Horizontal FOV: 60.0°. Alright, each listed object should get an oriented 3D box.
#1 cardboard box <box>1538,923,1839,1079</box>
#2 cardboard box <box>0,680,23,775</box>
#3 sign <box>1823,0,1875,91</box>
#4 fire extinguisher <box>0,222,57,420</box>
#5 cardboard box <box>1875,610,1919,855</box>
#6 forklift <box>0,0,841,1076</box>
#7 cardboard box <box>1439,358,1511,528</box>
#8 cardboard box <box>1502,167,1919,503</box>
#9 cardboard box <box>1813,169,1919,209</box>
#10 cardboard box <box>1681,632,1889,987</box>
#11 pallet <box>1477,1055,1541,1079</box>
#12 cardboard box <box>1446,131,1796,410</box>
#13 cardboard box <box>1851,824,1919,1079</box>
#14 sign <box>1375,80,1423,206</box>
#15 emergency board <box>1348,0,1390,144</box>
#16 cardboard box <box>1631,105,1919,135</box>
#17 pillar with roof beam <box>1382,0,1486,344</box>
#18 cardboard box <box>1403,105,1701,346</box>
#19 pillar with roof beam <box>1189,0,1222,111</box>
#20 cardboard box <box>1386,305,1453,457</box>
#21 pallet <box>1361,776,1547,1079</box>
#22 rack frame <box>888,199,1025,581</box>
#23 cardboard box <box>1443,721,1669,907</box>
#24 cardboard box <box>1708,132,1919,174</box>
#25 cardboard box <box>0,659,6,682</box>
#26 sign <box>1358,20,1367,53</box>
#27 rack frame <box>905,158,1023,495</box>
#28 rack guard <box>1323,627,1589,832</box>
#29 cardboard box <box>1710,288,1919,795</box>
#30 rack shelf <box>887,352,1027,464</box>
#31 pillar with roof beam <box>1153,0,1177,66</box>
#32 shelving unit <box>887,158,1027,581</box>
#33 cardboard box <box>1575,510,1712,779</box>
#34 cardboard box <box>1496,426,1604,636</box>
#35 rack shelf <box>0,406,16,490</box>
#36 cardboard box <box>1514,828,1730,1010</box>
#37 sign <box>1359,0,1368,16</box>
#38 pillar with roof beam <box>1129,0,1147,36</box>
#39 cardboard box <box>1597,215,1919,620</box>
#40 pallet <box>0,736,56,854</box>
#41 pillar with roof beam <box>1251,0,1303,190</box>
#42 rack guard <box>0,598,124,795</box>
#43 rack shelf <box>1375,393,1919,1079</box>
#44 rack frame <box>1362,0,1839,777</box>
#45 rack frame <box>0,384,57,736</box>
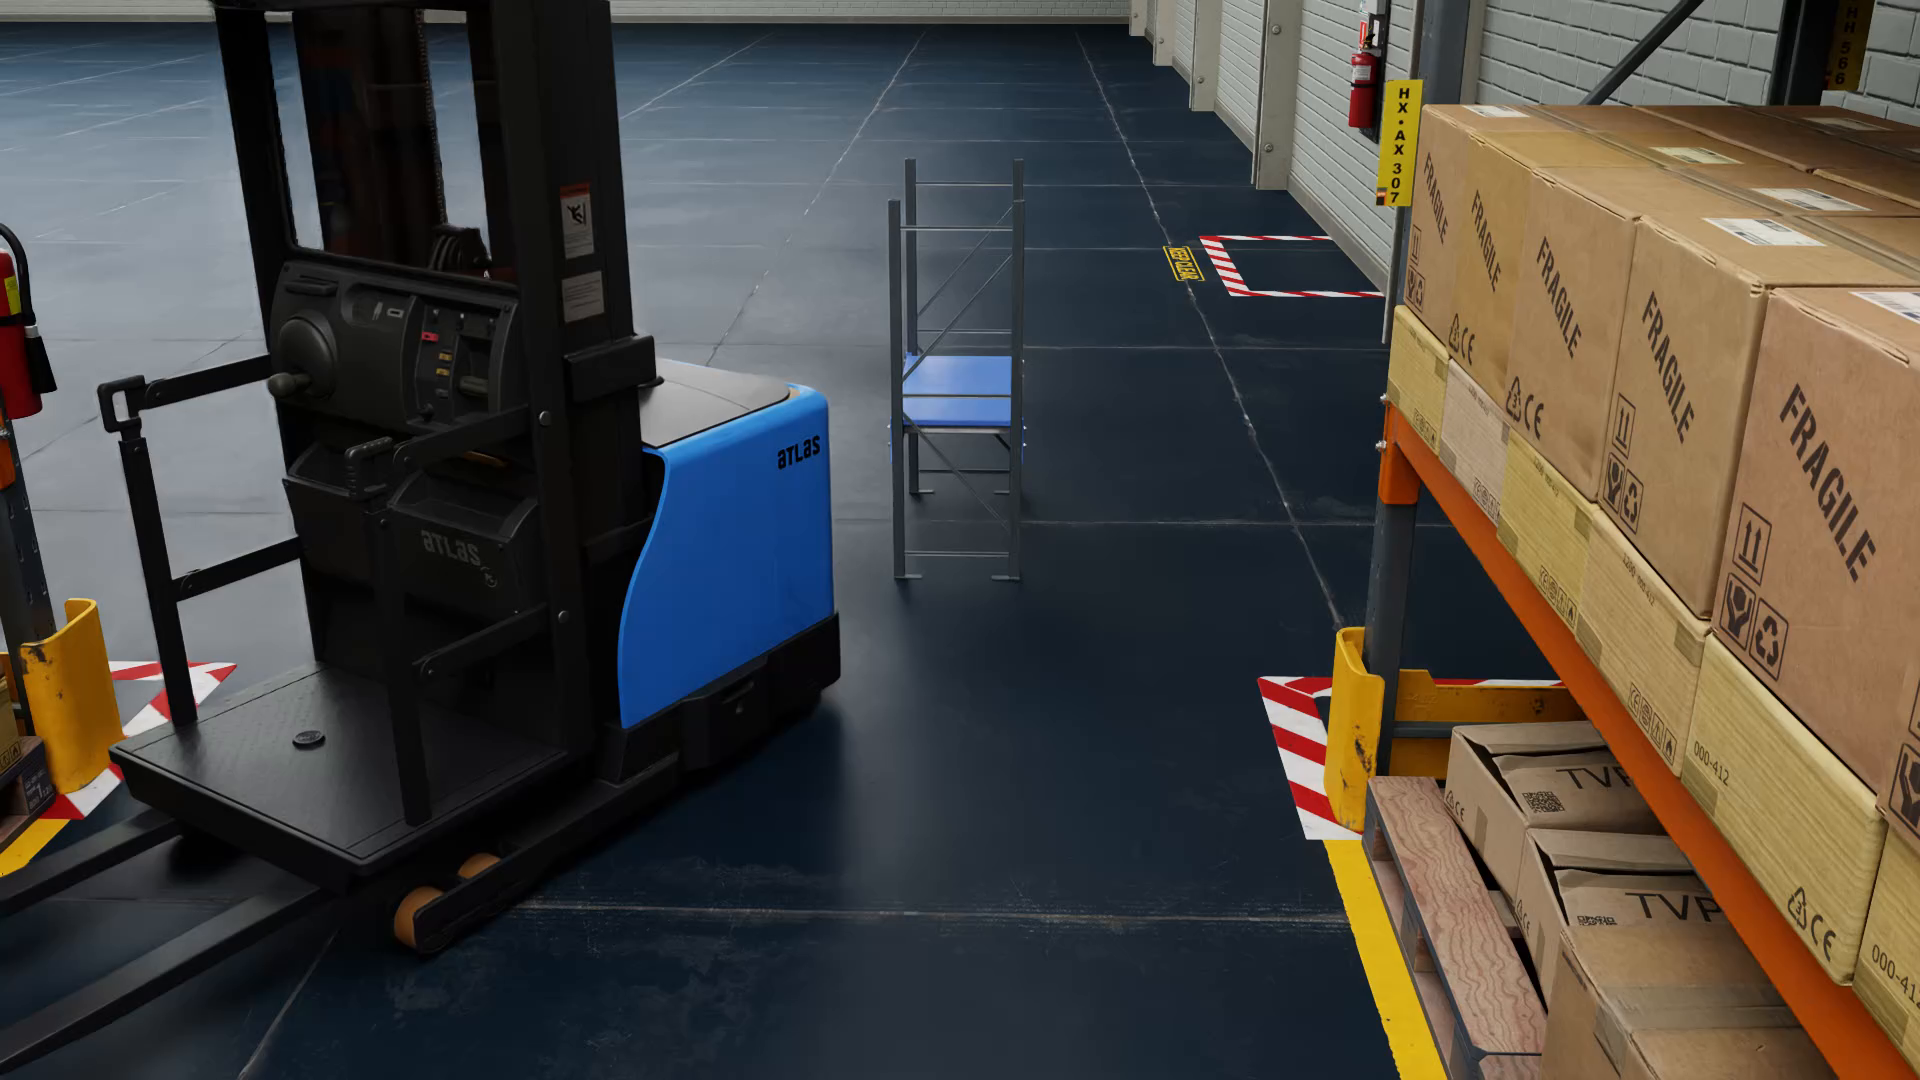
[{"bbox_3d":[1.498,1.048,3.027,0.700,0.500,0.500,-1,21,-2],"label":"cardboard box"},{"bbox_3d":[-2.974,0.598,4.561,0.500,0.250,0.500,1,21,2],"label":"cardboard box"},{"bbox_3d":[2.253,-1.306,4.209,0.100,0.325,0.005,1,21,2],"label":"sign"},{"bbox_3d":[-2.785,-0.686,4.758,0.296,0.674,0.183,1,21,2],"label":"fire extinguisher"},{"bbox_3d":[1.292,0.171,1.585,0.500,0.500,0.500,1,21,1],"label":"cardboard box"},{"bbox_3d":[-1.634,-0.497,4.259,1.130,2.935,3.031,13,25,31],"label":"forklift"},{"bbox_3d":[1.365,-0.210,3.604,0.500,0.250,0.500,0,21,0],"label":"cardboard box"},{"bbox_3d":[1.337,-0.386,3.020,0.500,0.500,0.500,0,21,0],"label":"cardboard box"},{"bbox_3d":[1.860,-0.379,3.002,0.500,0.500,0.500,0,21,0],"label":"cardboard box"},{"bbox_3d":[1.312,0.338,2.190,0.500,0.250,0.500,1,21,1],"label":"cardboard box"},{"bbox_3d":[1.597,1.429,3.054,1.003,0.211,1.213,1,21,2],"label":"pallet"},{"bbox_3d":[1.359,-0.573,3.502,0.500,0.500,0.500,1,21,2],"label":"cardboard box"},{"bbox_3d":[1.312,0.520,1.721,0.500,0.250,0.500,1,21,2],"label":"cardboard box"},{"bbox_3d":[1.156,-1.041,4.369,0.100,0.325,0.005,1,21,2],"label":"sign"},{"bbox_3d":[2.838,-3.432,11.726,0.194,1.169,0.643,1,21,2],"label":"emergency board"},{"bbox_3d":[1.897,-0.748,3.953,0.500,0.500,0.500,0,21,1],"label":"cardboard box"},{"bbox_3d":[-1.578,-5.383,8.462,9.100,9.000,0.400,1,21,2],"label":"pillar with roof beam"},{"bbox_3d":[1.384,-0.751,3.962,0.500,0.500,0.500,1,21,2],"label":"cardboard box"},{"bbox_3d":[-1.213,-9.722,19.644,9.100,9.000,0.400,1,21,2],"label":"pillar with roof beam"},{"bbox_3d":[1.367,-0.398,4.088,0.500,0.250,0.500,0,21,0],"label":"cardboard box"},{"bbox_3d":[1.636,0.989,4.188,1.003,0.211,1.213,1,21,2],"label":"pallet"},{"bbox_3d":[-0.013,-0.546,6.363,0.500,1.500,0.032,1,21,2],"label":"rack frame"},{"bbox_3d":[1.588,0.666,4.275,0.500,0.311,0.500,-2,21,-4],"label":"cardboard box"},{"bbox_3d":[1.872,-0.566,3.484,0.500,0.500,0.500,1,21,2],"label":"cardboard box"},{"bbox_3d":[-2.972,0.249,4.425,0.500,0.500,0.500,1,21,2],"label":"cardboard box"},{"bbox_3d":[2.958,-3.647,12.232,0.001,0.329,0.234,1,21,2],"label":"sign"},{"bbox_3d":[0.018,-0.914,7.311,0.500,1.500,0.032,1,21,2],"label":"rack frame"},{"bbox_3d":[1.697,0.561,4.892,1.175,0.500,0.348,1,21,2],"label":"rack guard"},{"bbox_3d":[1.318,-0.011,2.054,0.500,0.500,0.500,0,21,0],"label":"cardboard box"},{"bbox_3d":[0.003,-0.562,6.902,0.538,0.185,1.000,1,21,2],"label":"rack shelf"},{"bbox_3d":[-1.031,-11.891,25.235,9.100,9.000,0.400,1,21,2],"label":"pillar with roof beam"},{"bbox_3d":[0.003,-0.730,6.837,0.538,1.500,1.048,1,21,2],"label":"shelving unit"},{"bbox_3d":[1.326,0.157,2.658,0.500,0.250,0.500,1,21,2],"label":"cardboard box"},{"bbox_3d":[1.344,-0.026,3.129,0.500,0.250,0.500,0,21,1],"label":"cardboard box"},{"bbox_3d":[-3.314,0.374,2.914,1.077,0.370,4.000,1,21,2],"label":"rack shelf"},{"bbox_3d":[1.571,0.872,3.744,0.500,0.311,0.500,2,21,6],"label":"cardboard box"},{"bbox_3d":[2.949,-3.893,12.132,0.001,0.109,0.331,1,21,2],"label":"sign"},{"bbox_3d":[-0.848,-14.060,30.826,9.100,9.000,0.400,1,21,2],"label":"pillar with roof beam"},{"bbox_3d":[1.333,-0.199,2.539,0.500,0.500,0.500,1,21,3],"label":"cardboard box"},{"bbox_3d":[-3.234,0.892,4.438,1.003,0.211,1.213,1,21,2],"label":"pallet"},{"bbox_3d":[-1.396,-7.552,14.053,9.100,9.000,0.400,1,21,2],"label":"pillar with roof beam"},{"bbox_3d":[-3.252,0.472,5.122,1.175,0.500,0.348,1,21,2],"label":"rack guard"},{"bbox_3d":[1.638,0.427,2.777,1.077,0.370,4.000,1,21,2],"label":"rack shelf"},{"bbox_3d":[1.699,-0.632,4.510,1.000,3.000,0.127,1,21,2],"label":"rack frame"},{"bbox_3d":[-3.253,-0.685,4.647,1.000,3.000,0.127,1,21,2],"label":"rack frame"}]
